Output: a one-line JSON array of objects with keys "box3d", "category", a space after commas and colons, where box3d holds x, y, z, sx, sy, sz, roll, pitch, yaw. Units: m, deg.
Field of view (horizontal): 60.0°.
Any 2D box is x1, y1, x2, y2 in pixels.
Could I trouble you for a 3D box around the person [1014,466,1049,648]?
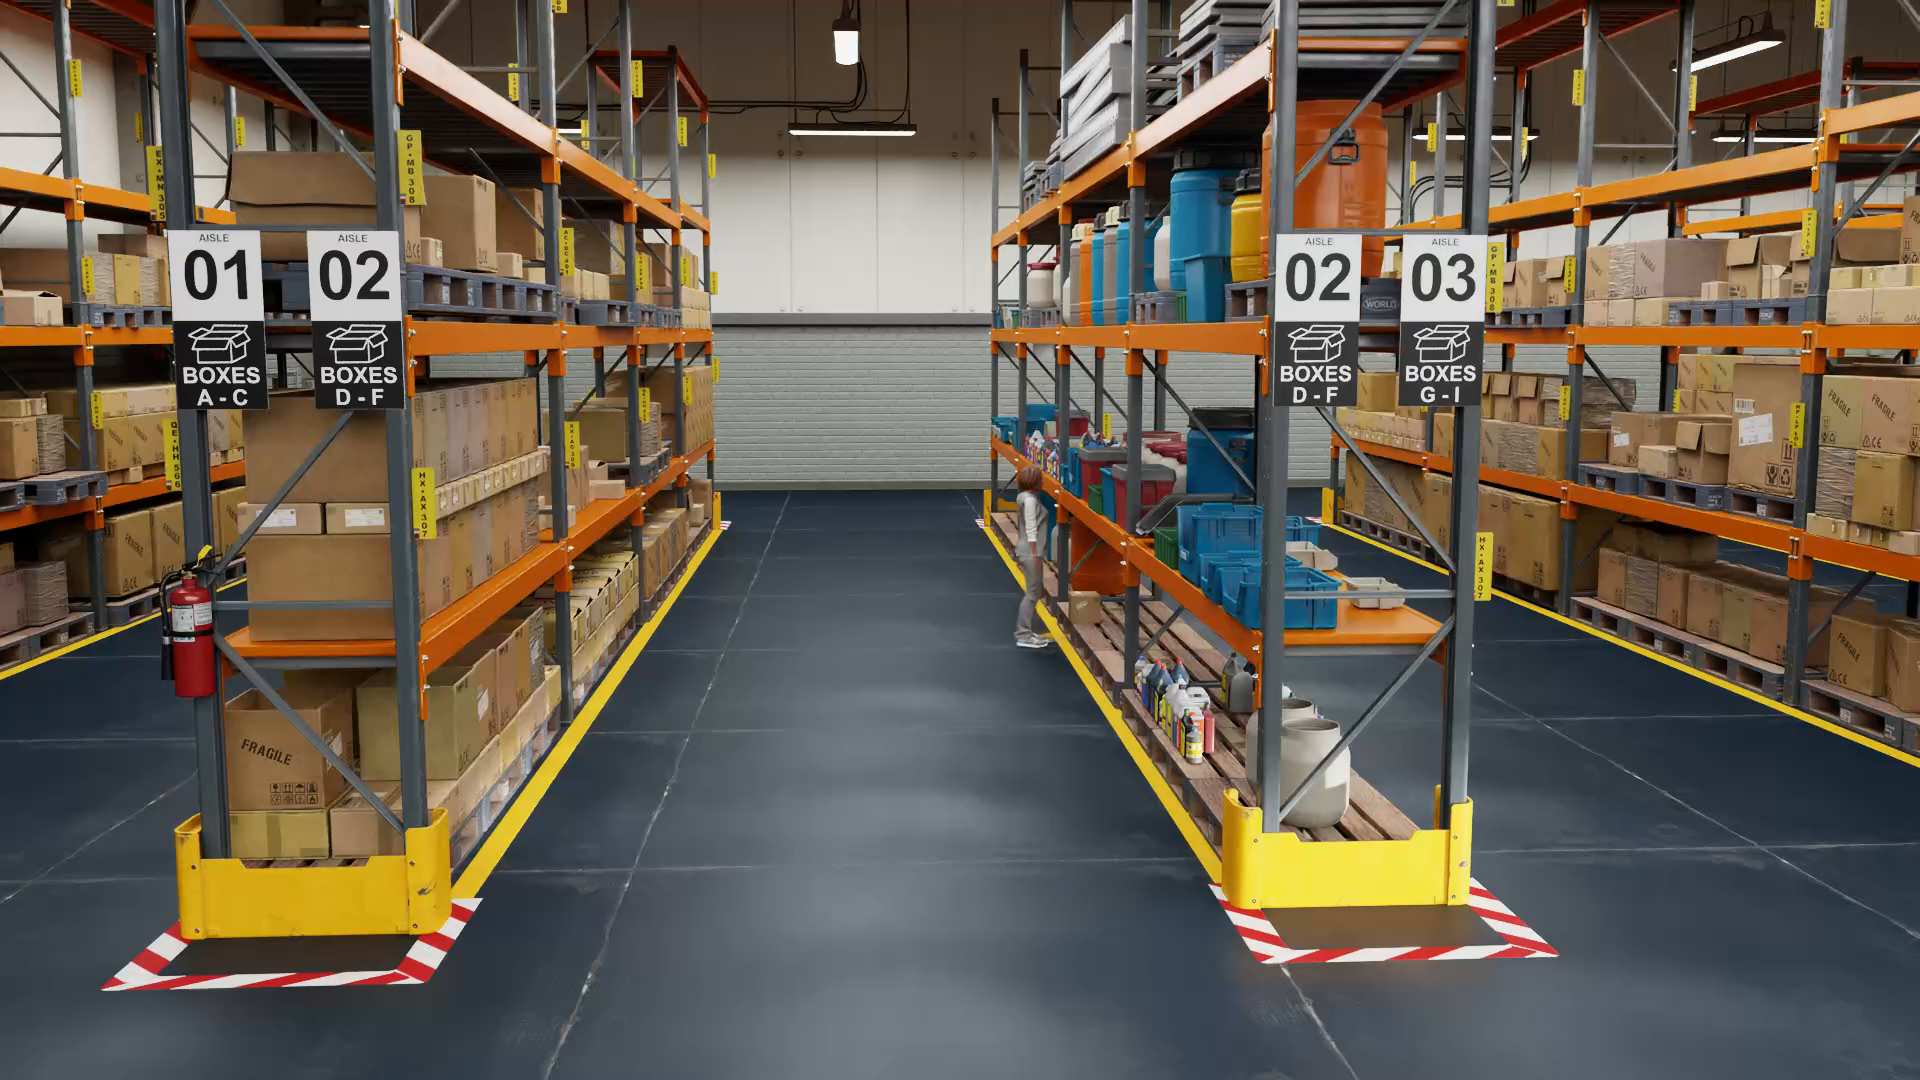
[{"box3d": [0.628, 0.141, 14.680, 0.313, 1.597, 0.406, 0, 7, -3], "category": "person"}]
